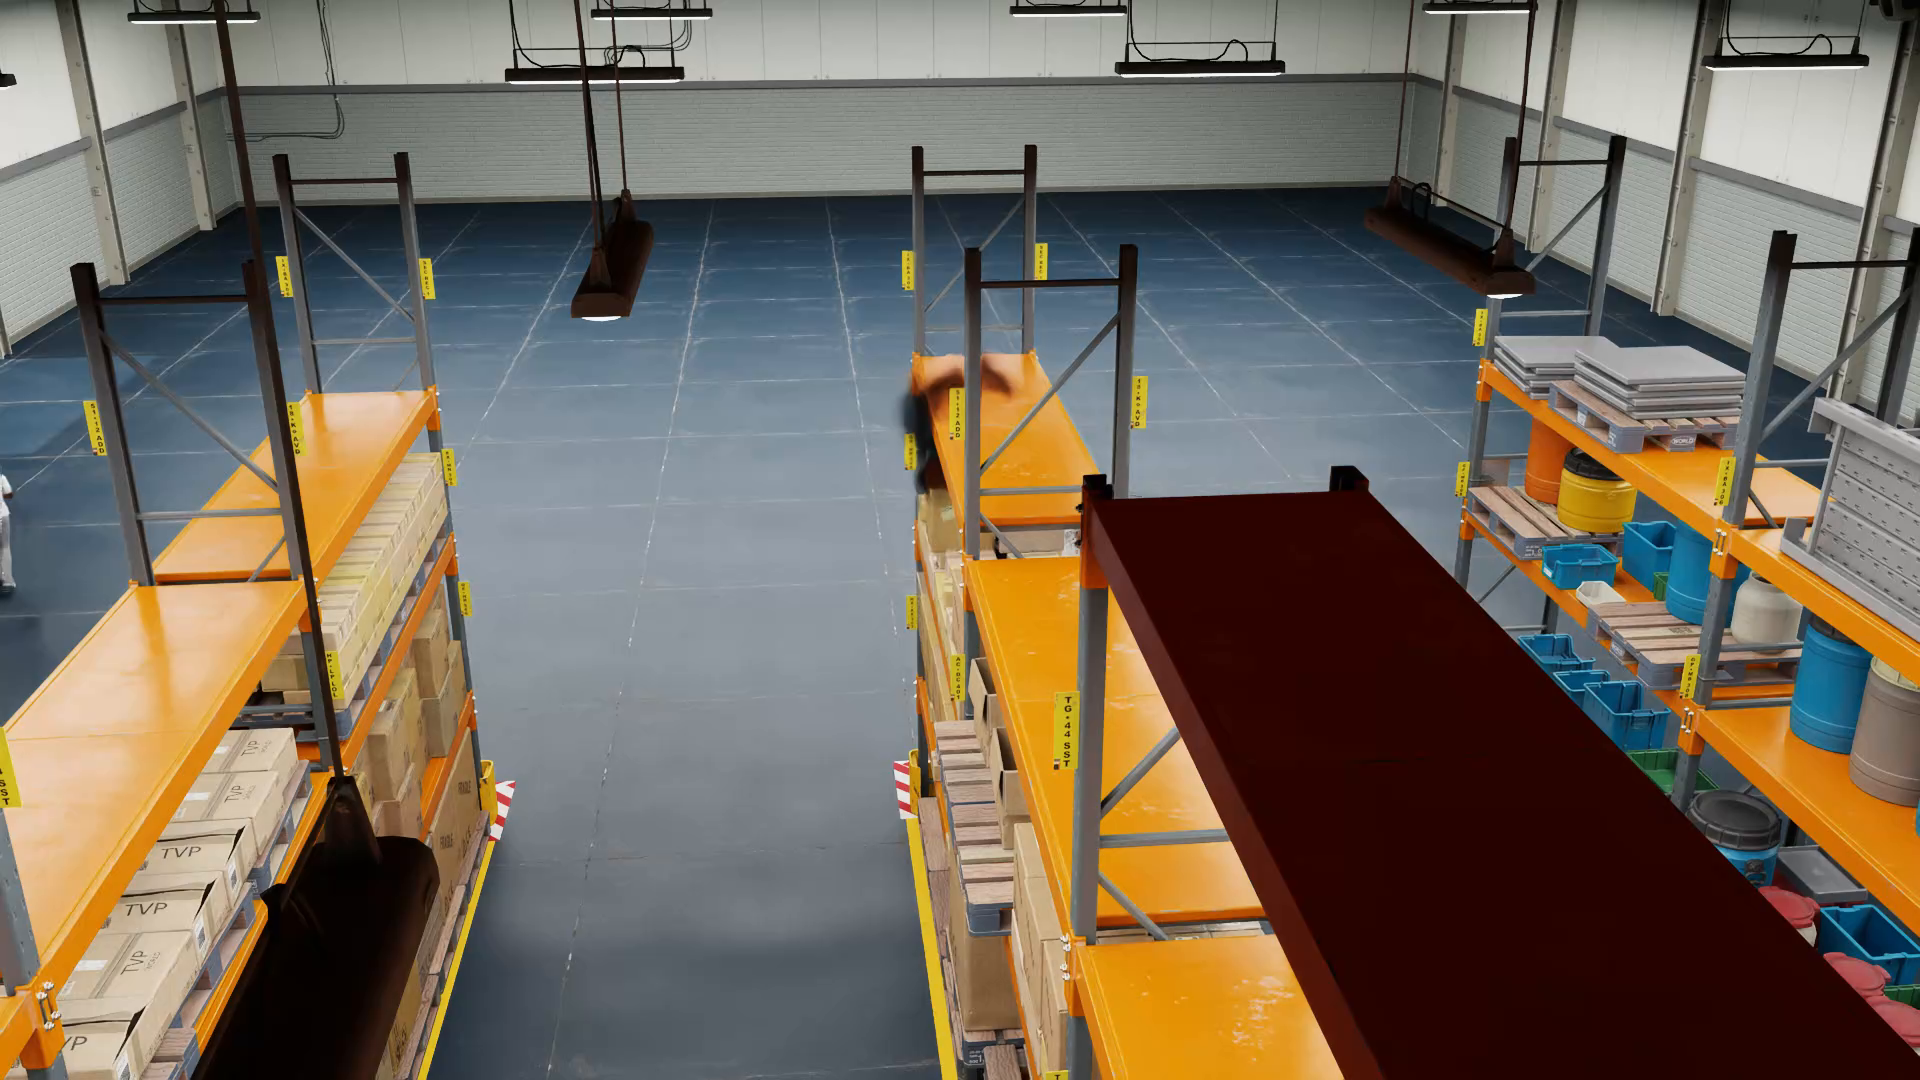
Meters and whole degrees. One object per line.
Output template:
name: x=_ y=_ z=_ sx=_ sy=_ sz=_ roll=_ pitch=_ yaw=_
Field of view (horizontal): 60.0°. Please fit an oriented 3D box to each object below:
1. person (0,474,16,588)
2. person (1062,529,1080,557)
person: x=-11.600 y=-0.211 z=19.914 sx=0.599 sy=1.723 sz=0.833 roll=-14 pitch=25 yaw=-31
person: x=1.113 y=0.173 z=18.675 sx=0.705 sy=1.735 sz=0.671 roll=12 pitch=24 yaw=27
